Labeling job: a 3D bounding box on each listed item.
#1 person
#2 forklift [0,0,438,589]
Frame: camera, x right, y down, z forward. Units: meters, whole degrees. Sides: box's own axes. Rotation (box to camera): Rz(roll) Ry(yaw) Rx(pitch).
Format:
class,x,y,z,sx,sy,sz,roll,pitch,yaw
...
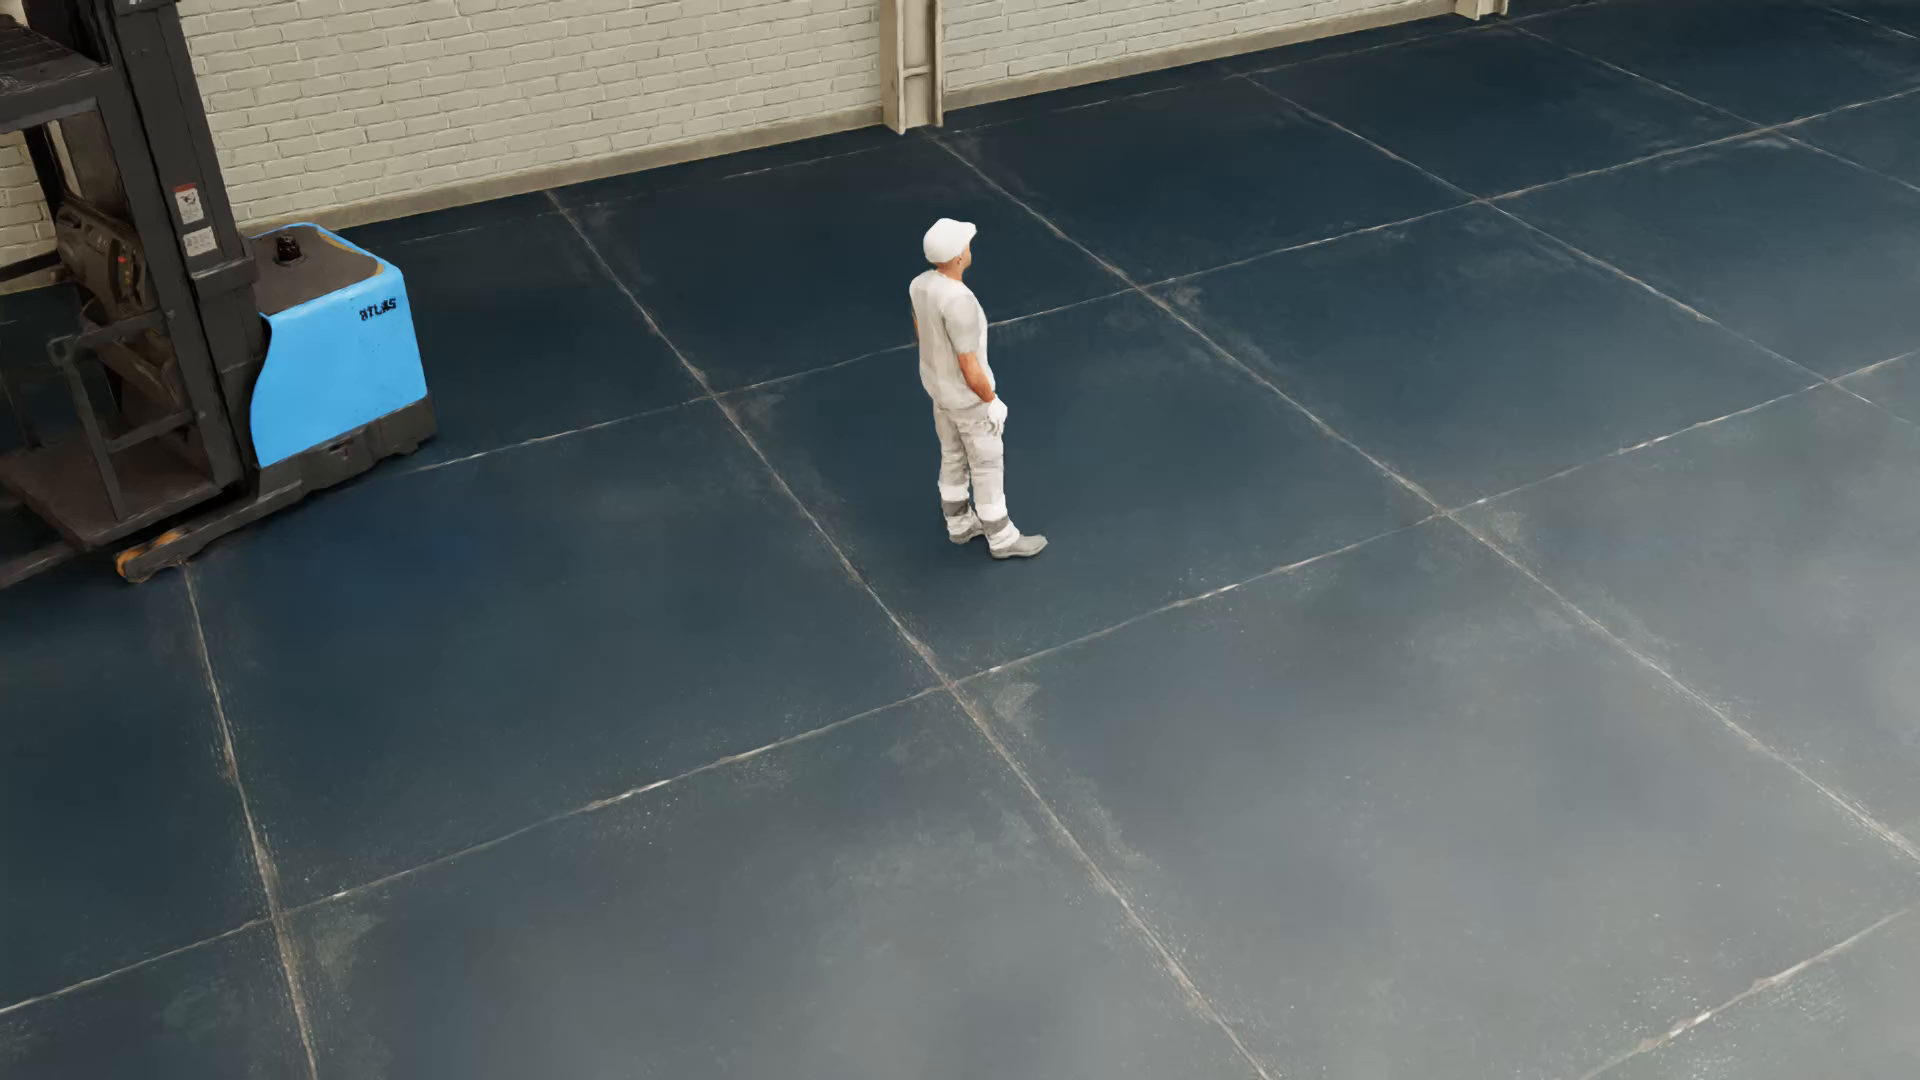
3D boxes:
class,x,y,z,sx,sy,sz,roll,pitch,yaw
person,0.076,-0.752,8.165,0.563,1.787,0.637,-17,39,-23
forklift,-4.317,-1.316,7.984,1.130,2.935,3.031,27,44,33
